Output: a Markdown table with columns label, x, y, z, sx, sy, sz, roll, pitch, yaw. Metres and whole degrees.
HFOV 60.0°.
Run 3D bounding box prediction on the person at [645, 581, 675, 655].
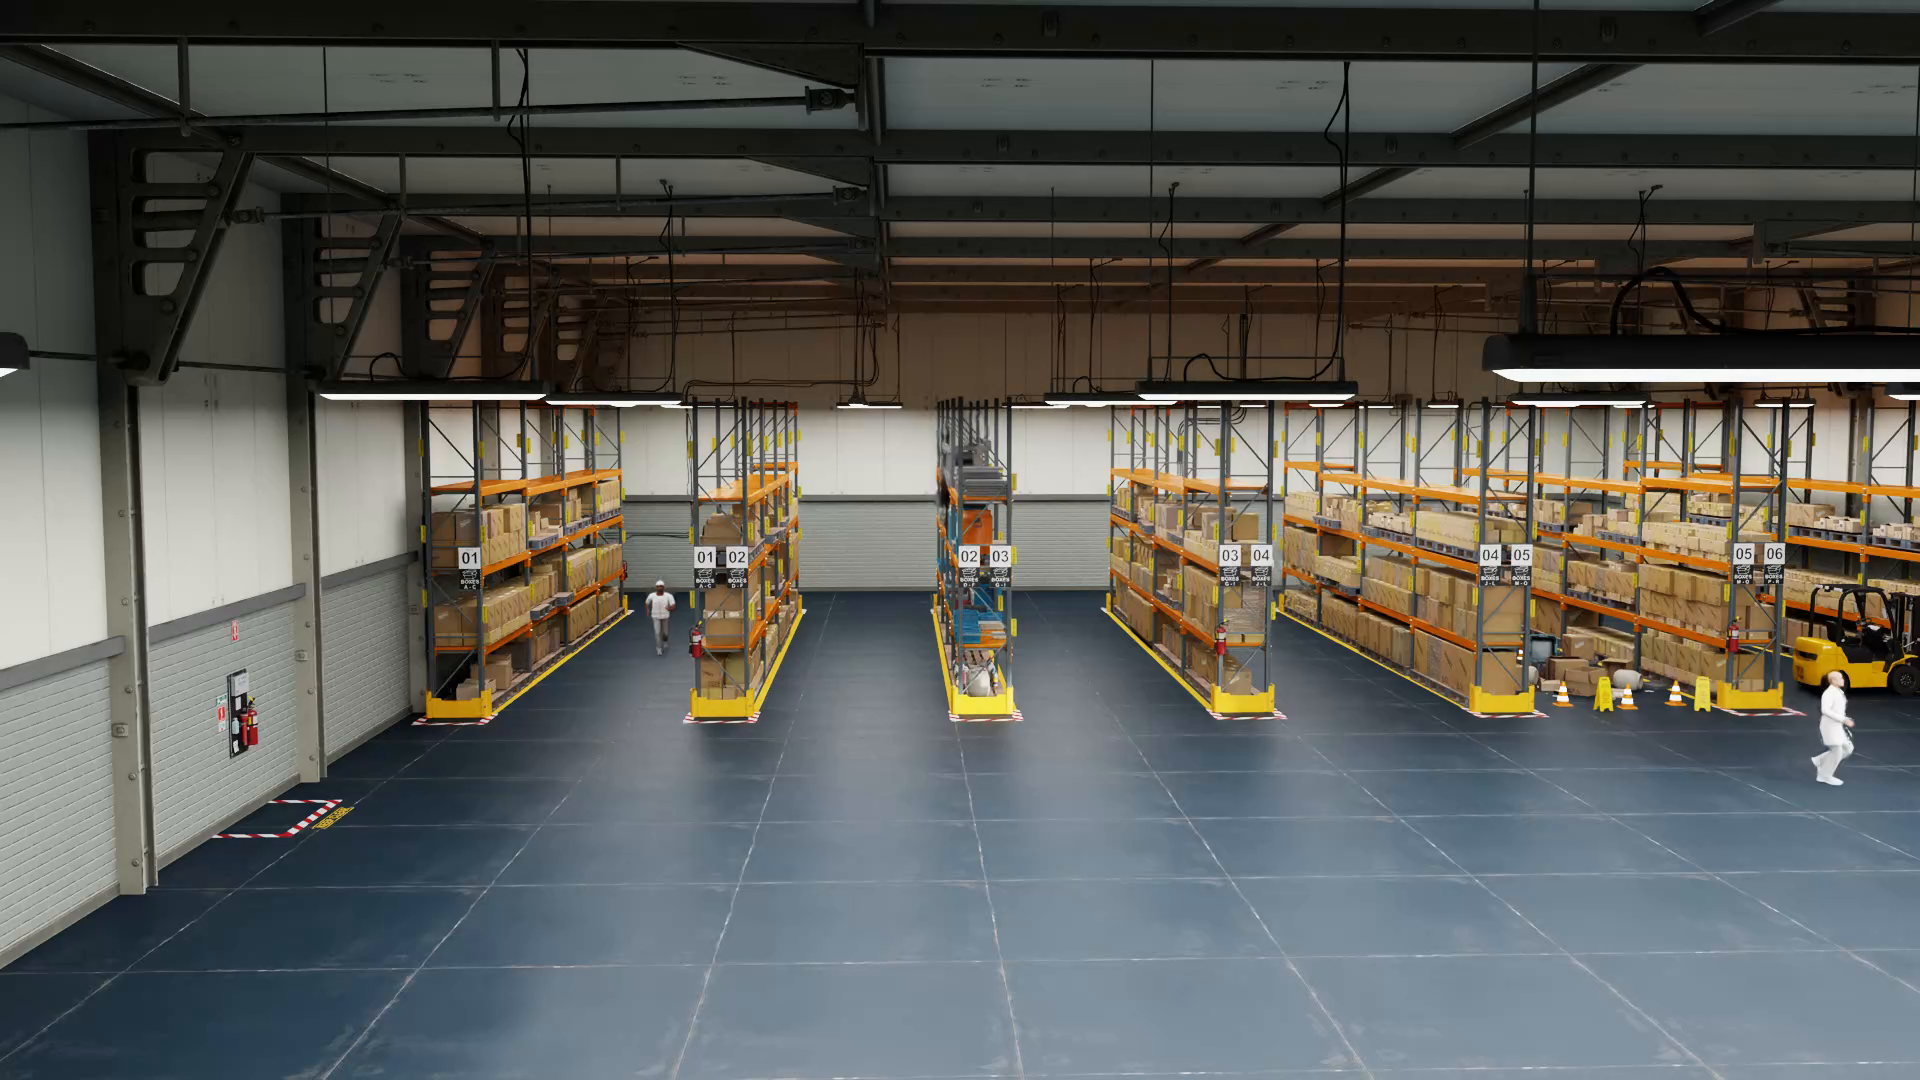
| label | x | y | z | sx | sy | sz | roll | pitch | yaw |
| --- | --- | --- | --- | --- | --- | --- | --- | --- | --- |
| person | -7.074 | 1.826 | 39.232 | 0.714 | 1.740 | 0.856 | -1 | 4 | -10 |

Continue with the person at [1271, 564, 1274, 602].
| label | x | y | z | sx | sy | sz | roll | pitch | yaw |
| --- | --- | --- | --- | --- | --- | --- | --- | --- | --- |
| person | 8.879 | 1.119 | 48.431 | 0.834 | 1.782 | 0.678 | -2 | 5 | -29 |

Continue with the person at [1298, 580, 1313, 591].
| label | x | y | z | sx | sy | sz | roll | pitch | yaw |
| --- | --- | --- | --- | --- | --- | --- | --- | --- | --- |
| person | 10.330 | 1.112 | 48.919 | 0.732 | 1.699 | 0.598 | -1 | 4 | -8 |

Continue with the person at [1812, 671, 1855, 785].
| label | x | y | z | sx | sy | sz | roll | pitch | yaw |
| --- | --- | --- | --- | --- | --- | --- | --- | --- | --- |
| person | 13.408 | 2.881 | 25.516 | 0.630 | 1.743 | 0.716 | 4 | 6 | 41 |
